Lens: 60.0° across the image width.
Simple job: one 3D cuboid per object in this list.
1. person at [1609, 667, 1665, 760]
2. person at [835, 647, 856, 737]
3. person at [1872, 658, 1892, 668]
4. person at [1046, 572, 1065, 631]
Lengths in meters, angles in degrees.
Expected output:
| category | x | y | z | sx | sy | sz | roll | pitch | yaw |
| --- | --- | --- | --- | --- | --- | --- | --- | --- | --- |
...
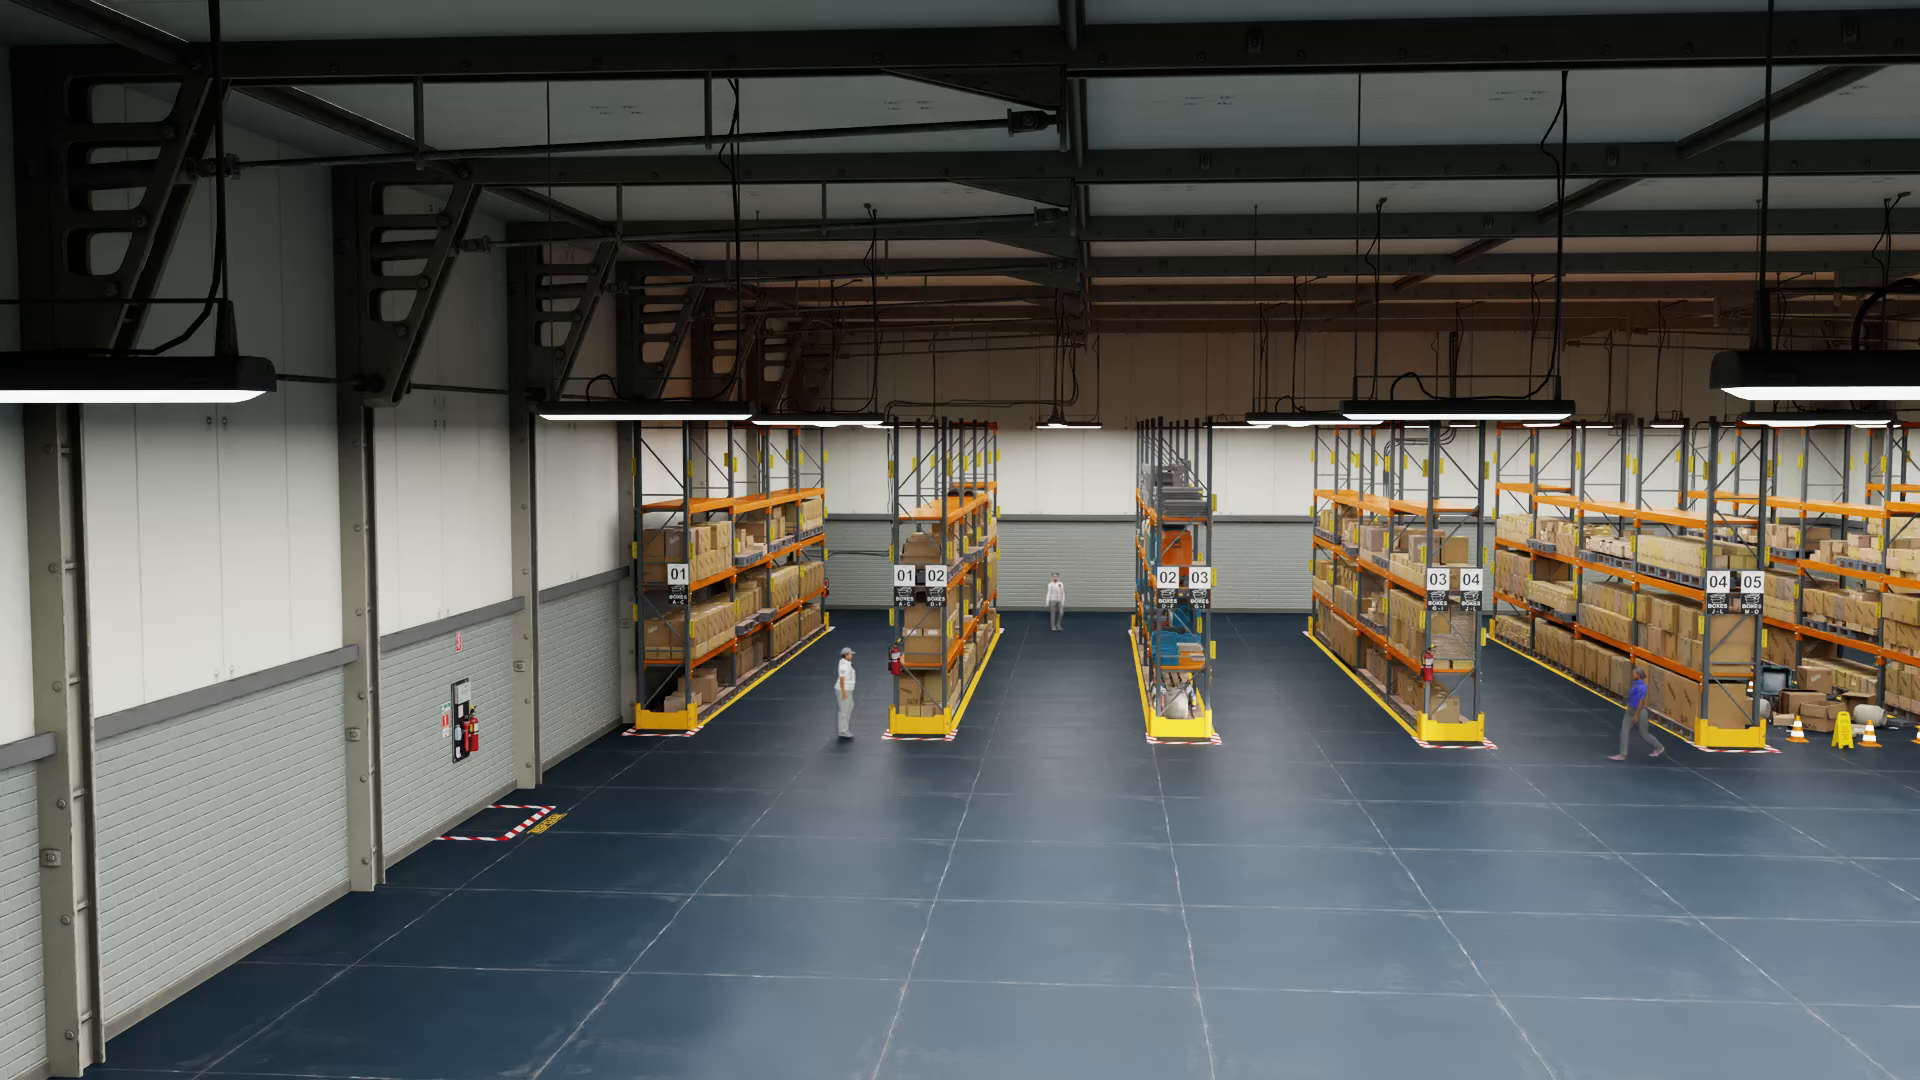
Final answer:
| category | x | y | z | sx | sy | sz | roll | pitch | yaw |
| --- | --- | --- | --- | --- | --- | --- | --- | --- | --- |
| person | 11.769 | 3.021 | 28.881 | 0.884 | 1.622 | 0.421 | -1 | 4 | -19 |
| person | -2.162 | 2.882 | 31.341 | 0.403 | 1.715 | 0.571 | 0 | 4 | 1 |
| person | 22.271 | 2.299 | 40.167 | 0.502 | 1.579 | 0.841 | 0 | 4 | -6 |
| person | 2.740 | 1.768 | 47.791 | 0.568 | 1.689 | 0.391 | -1 | 4 | -14 |
